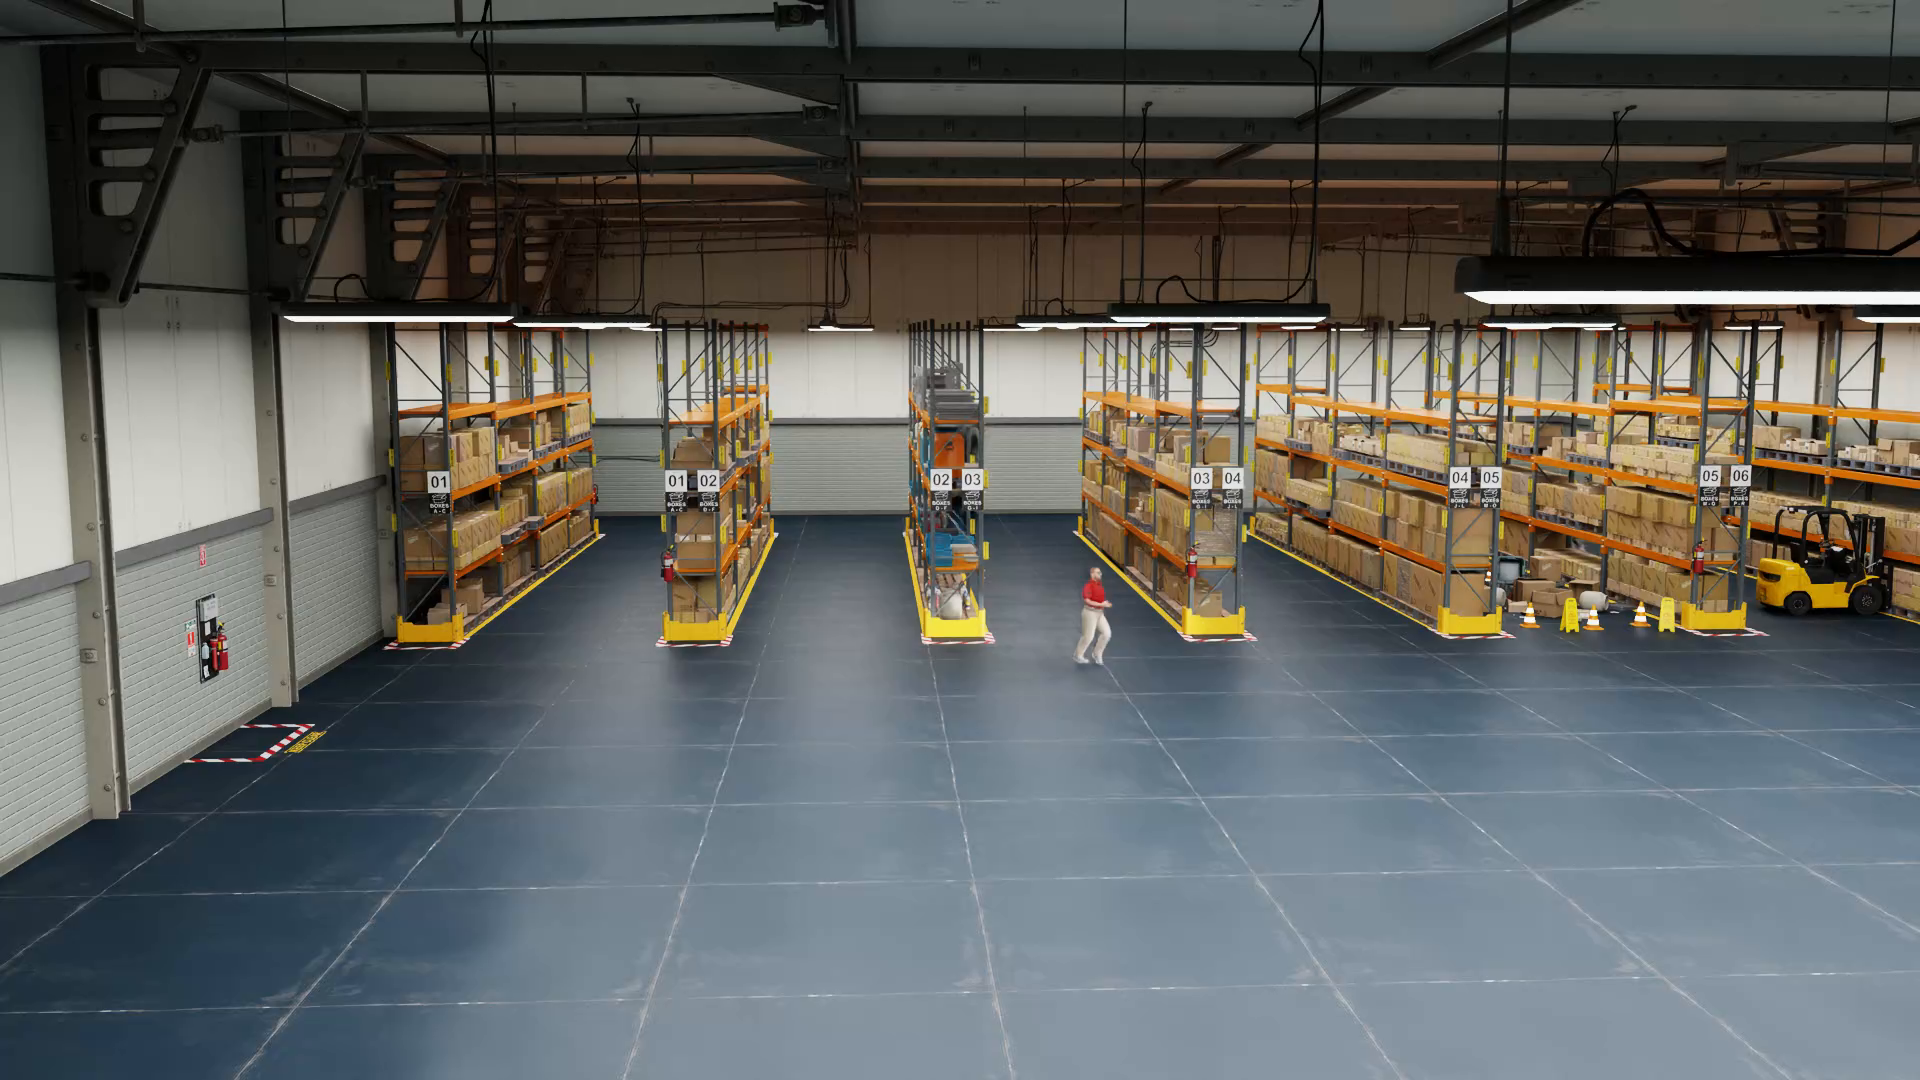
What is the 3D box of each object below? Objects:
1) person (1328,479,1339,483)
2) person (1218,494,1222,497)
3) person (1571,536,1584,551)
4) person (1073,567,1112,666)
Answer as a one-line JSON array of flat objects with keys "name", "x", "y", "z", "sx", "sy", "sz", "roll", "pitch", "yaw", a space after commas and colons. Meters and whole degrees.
[{"name": "person", "x": 10.628, "y": -1.034, "z": 47.727, "sx": 0.770, "sy": 1.749, "sz": 0.649, "roll": 0, "pitch": 7, "yaw": -1}, {"name": "person", "x": 7.780, "y": -1.139, "z": 48.906, "sx": 0.656, "sy": 1.735, "sz": 0.818, "roll": -5, "pitch": 8, "yaw": -33}, {"name": "person", "x": 15.764, "y": -0.363, "z": 42.719, "sx": 0.618, "sy": 1.656, "sz": 0.494, "roll": -2, "pitch": 7, "yaw": -14}, {"name": "person", "x": 2.332, "y": 1.354, "z": 28.769, "sx": 0.752, "sy": 1.795, "sz": 0.680, "roll": 5, "pitch": 8, "yaw": 34}]
